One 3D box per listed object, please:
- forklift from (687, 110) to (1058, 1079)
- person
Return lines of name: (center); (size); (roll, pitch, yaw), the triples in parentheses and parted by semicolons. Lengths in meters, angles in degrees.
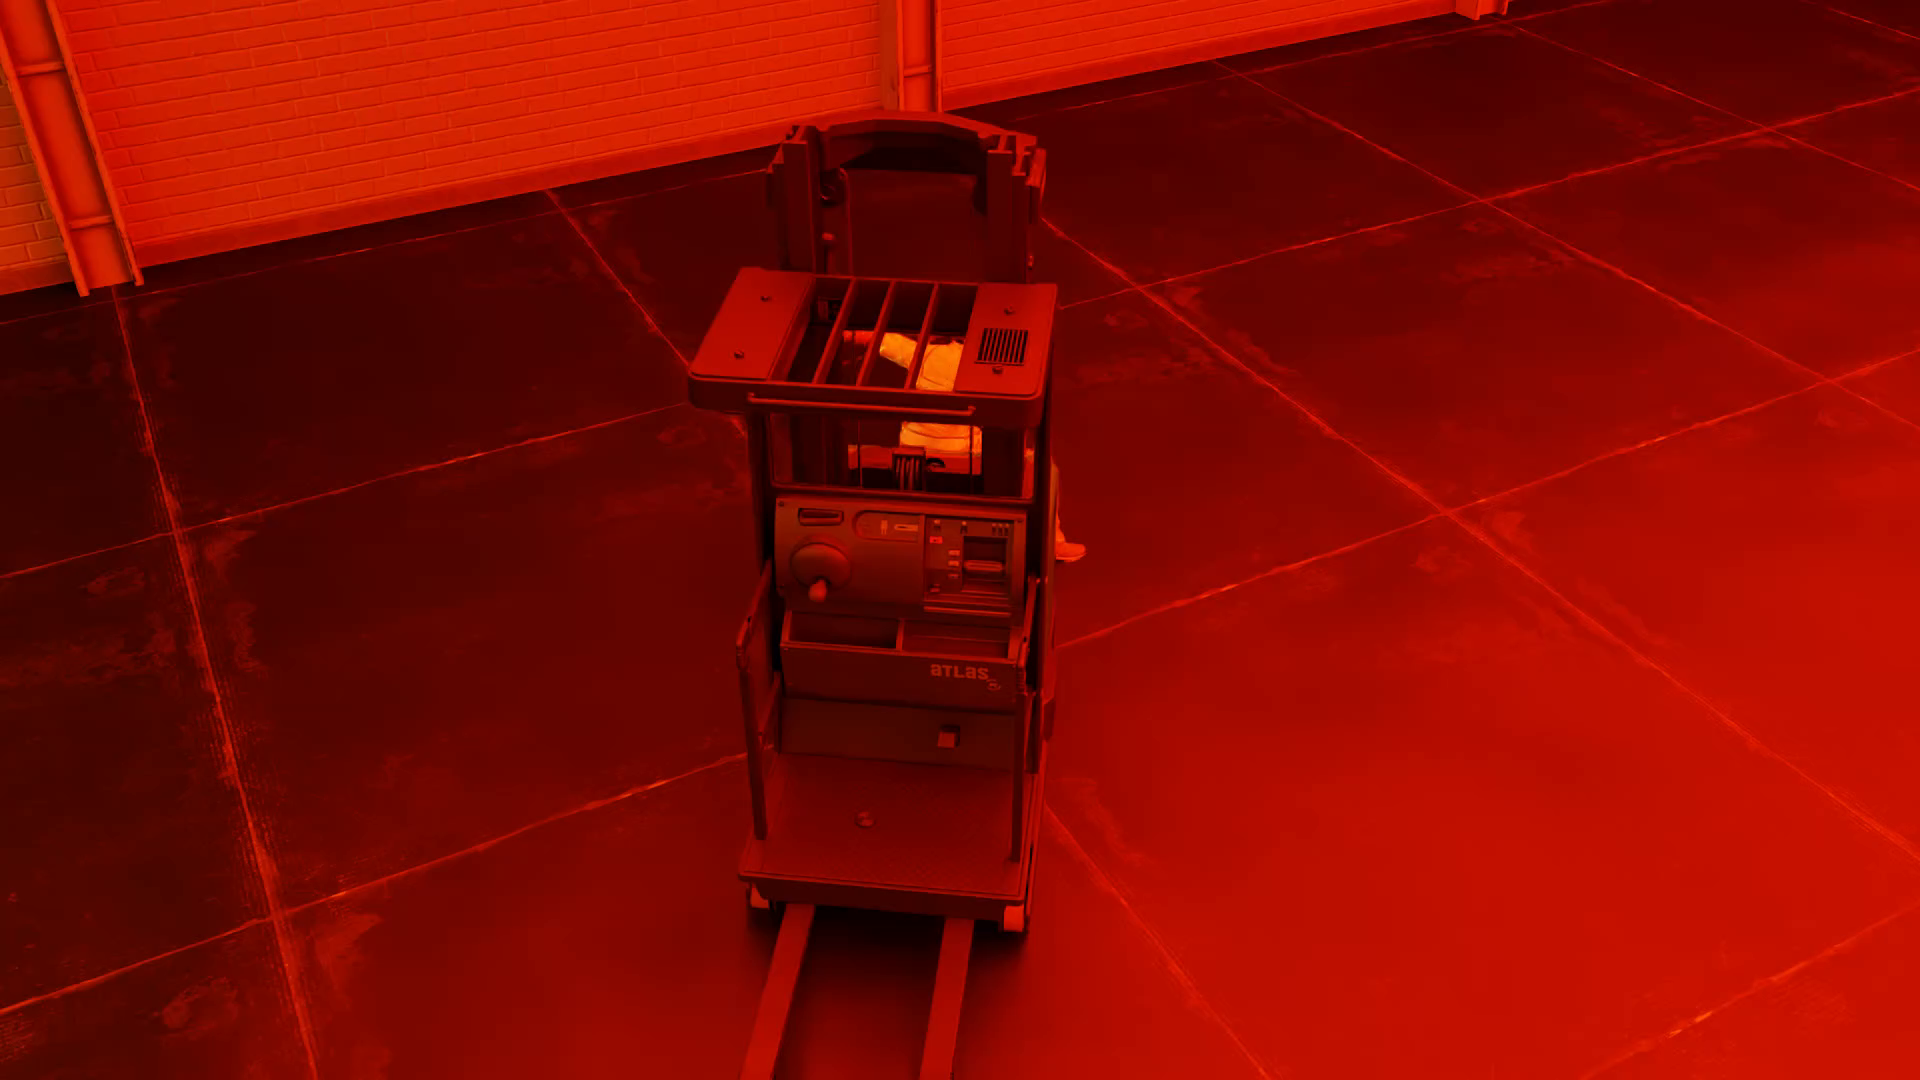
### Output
forklift: (-0.246, 0.119, 5.954); (1.130, 2.935, 3.031); (4, 35, 6)
person: (-0.080, -0.549, 8.299); (1.418, 1.361, 0.721); (17, 39, 22)
